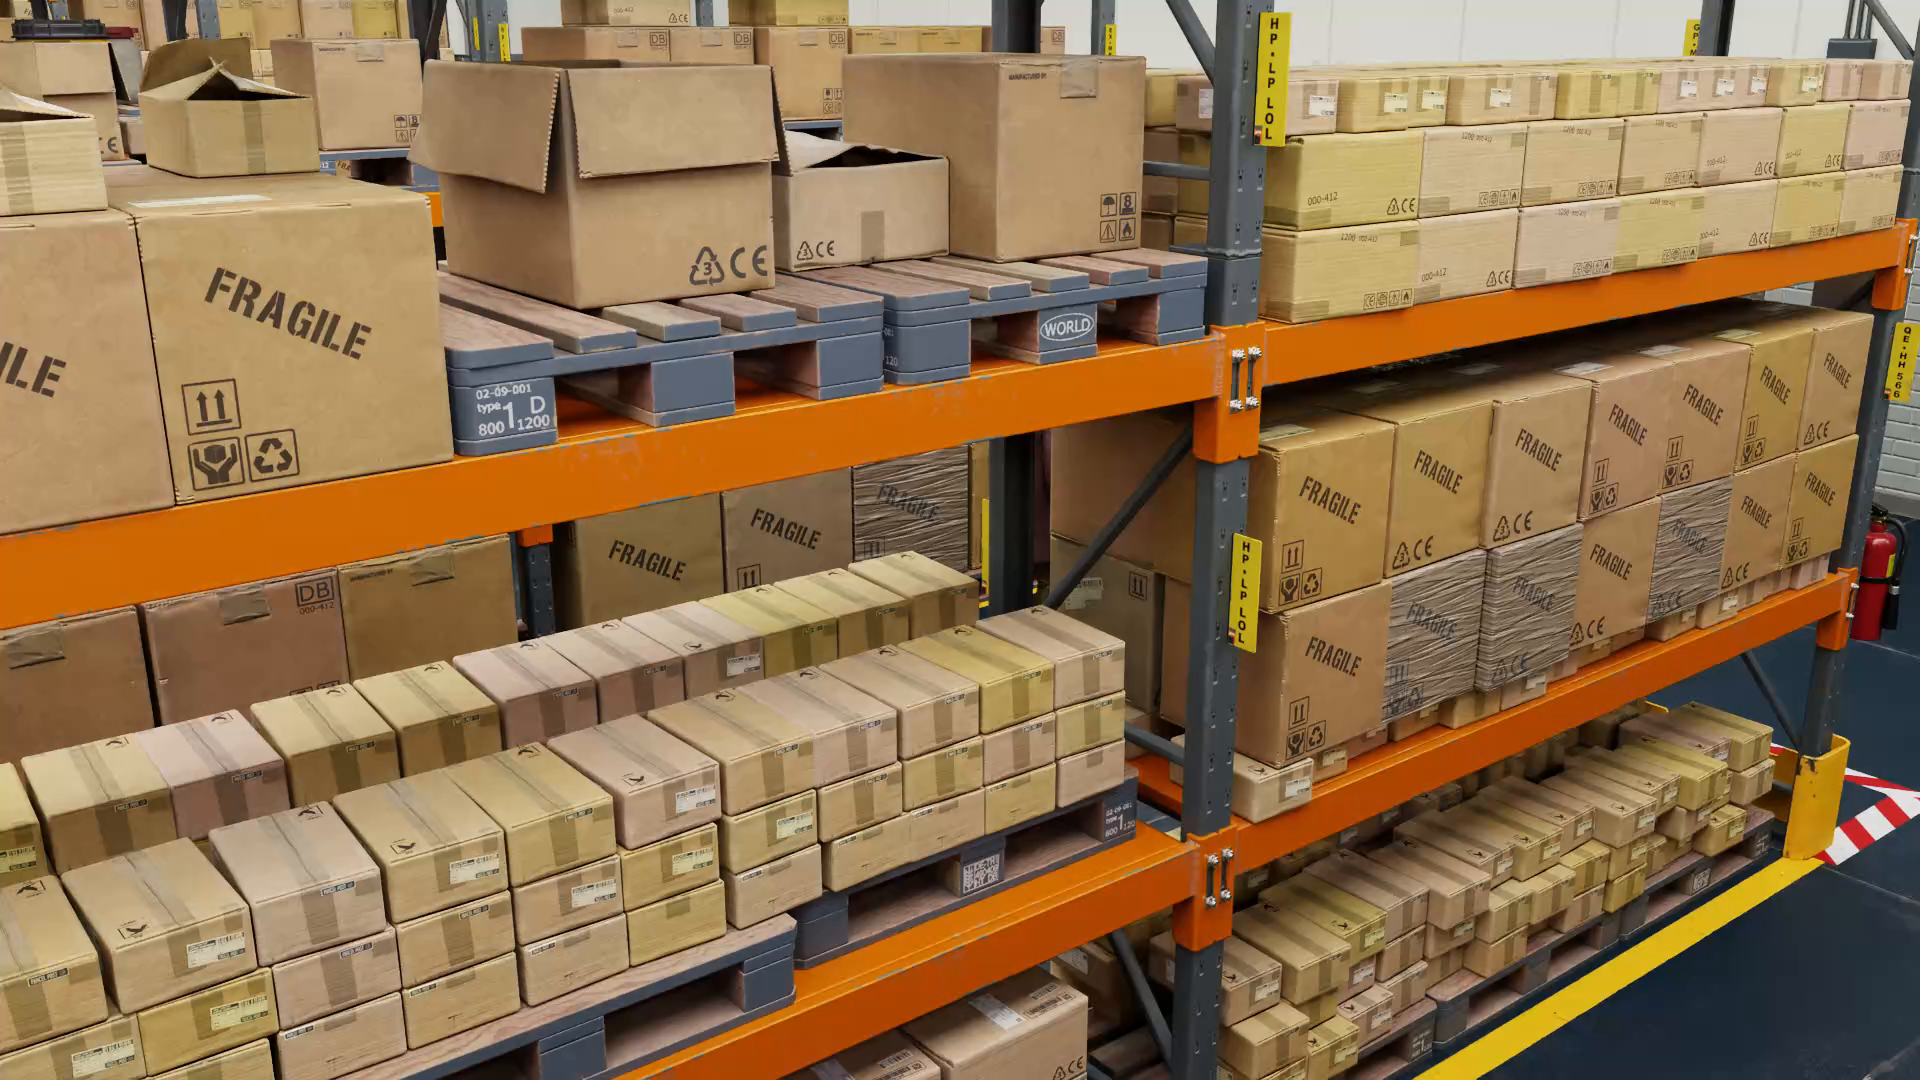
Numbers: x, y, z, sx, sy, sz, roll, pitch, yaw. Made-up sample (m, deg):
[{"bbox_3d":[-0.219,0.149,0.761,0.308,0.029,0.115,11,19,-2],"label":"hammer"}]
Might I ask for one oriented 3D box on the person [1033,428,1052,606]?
[{"bbox_3d":[0.427,-0.147,9.542,0.428,1.774,0.644,-13,22,-36],"label":"person"}]
